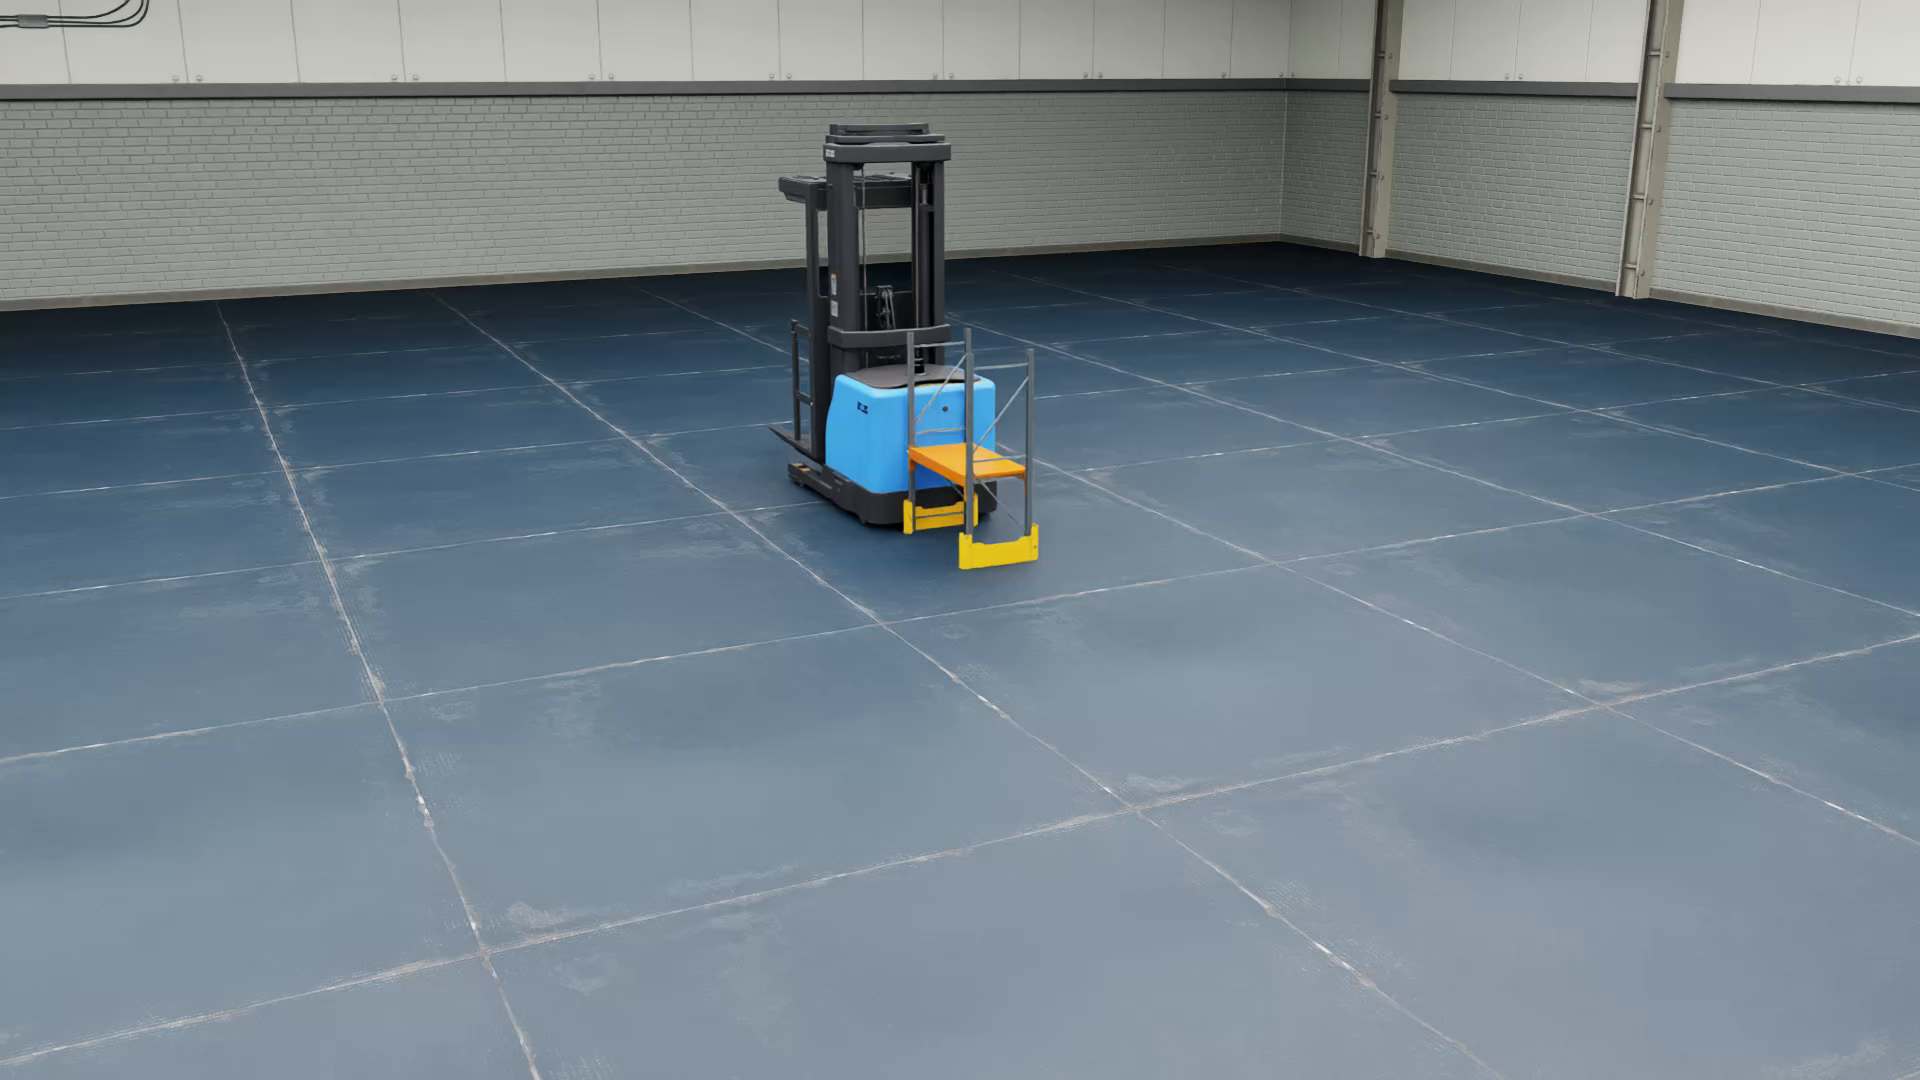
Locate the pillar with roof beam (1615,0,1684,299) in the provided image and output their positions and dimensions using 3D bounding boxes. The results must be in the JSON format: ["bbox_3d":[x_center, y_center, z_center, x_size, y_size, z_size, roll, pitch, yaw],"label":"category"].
[{"bbox_3d":[6.246,-7.466,21.952,9.100,9.000,0.400,-8,18,-25],"label":"pillar with roof beam"}]

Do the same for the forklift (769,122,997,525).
[{"bbox_3d":[-0.791,-1.884,13.504,1.130,2.935,3.031,-7,18,-24],"label":"forklift"}]

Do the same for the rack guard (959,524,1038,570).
[{"bbox_3d":[0.273,0.047,11.635,0.587,0.250,0.087,-7,18,-24],"label":"rack guard"}]

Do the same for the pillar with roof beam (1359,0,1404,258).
[{"bbox_3d":[3.618,-8.953,27.137,9.100,9.000,0.400,-8,18,-25],"label":"pillar with roof beam"}]

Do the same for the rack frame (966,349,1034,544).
[{"bbox_3d":[0.273,-0.554,11.461,0.500,1.500,0.032,-7,18,-24],"label":"rack frame"}]

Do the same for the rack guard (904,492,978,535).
[{"bbox_3d":[-0.143,-0.203,12.505,0.587,0.250,0.087,-7,18,-24],"label":"rack guard"}]

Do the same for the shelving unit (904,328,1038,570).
[{"bbox_3d":[0.065,-0.679,11.897,0.587,1.500,1.083,-7,18,-24],"label":"shelving unit"}]

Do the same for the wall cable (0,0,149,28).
[{"bbox_3d":[-12.390,-9.335,22.302,2.305,6.003,0.169,-8,18,-25],"label":"wall cable"}]

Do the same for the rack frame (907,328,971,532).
[{"bbox_3d":[-0.151,-0.809,12.349,0.500,1.500,0.032,-7,18,-24],"label":"rack frame"}]

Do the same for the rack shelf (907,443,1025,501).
[{"bbox_3d":[0.061,-0.508,11.955,0.538,0.185,1.000,-7,18,-24],"label":"rack shelf"}]
